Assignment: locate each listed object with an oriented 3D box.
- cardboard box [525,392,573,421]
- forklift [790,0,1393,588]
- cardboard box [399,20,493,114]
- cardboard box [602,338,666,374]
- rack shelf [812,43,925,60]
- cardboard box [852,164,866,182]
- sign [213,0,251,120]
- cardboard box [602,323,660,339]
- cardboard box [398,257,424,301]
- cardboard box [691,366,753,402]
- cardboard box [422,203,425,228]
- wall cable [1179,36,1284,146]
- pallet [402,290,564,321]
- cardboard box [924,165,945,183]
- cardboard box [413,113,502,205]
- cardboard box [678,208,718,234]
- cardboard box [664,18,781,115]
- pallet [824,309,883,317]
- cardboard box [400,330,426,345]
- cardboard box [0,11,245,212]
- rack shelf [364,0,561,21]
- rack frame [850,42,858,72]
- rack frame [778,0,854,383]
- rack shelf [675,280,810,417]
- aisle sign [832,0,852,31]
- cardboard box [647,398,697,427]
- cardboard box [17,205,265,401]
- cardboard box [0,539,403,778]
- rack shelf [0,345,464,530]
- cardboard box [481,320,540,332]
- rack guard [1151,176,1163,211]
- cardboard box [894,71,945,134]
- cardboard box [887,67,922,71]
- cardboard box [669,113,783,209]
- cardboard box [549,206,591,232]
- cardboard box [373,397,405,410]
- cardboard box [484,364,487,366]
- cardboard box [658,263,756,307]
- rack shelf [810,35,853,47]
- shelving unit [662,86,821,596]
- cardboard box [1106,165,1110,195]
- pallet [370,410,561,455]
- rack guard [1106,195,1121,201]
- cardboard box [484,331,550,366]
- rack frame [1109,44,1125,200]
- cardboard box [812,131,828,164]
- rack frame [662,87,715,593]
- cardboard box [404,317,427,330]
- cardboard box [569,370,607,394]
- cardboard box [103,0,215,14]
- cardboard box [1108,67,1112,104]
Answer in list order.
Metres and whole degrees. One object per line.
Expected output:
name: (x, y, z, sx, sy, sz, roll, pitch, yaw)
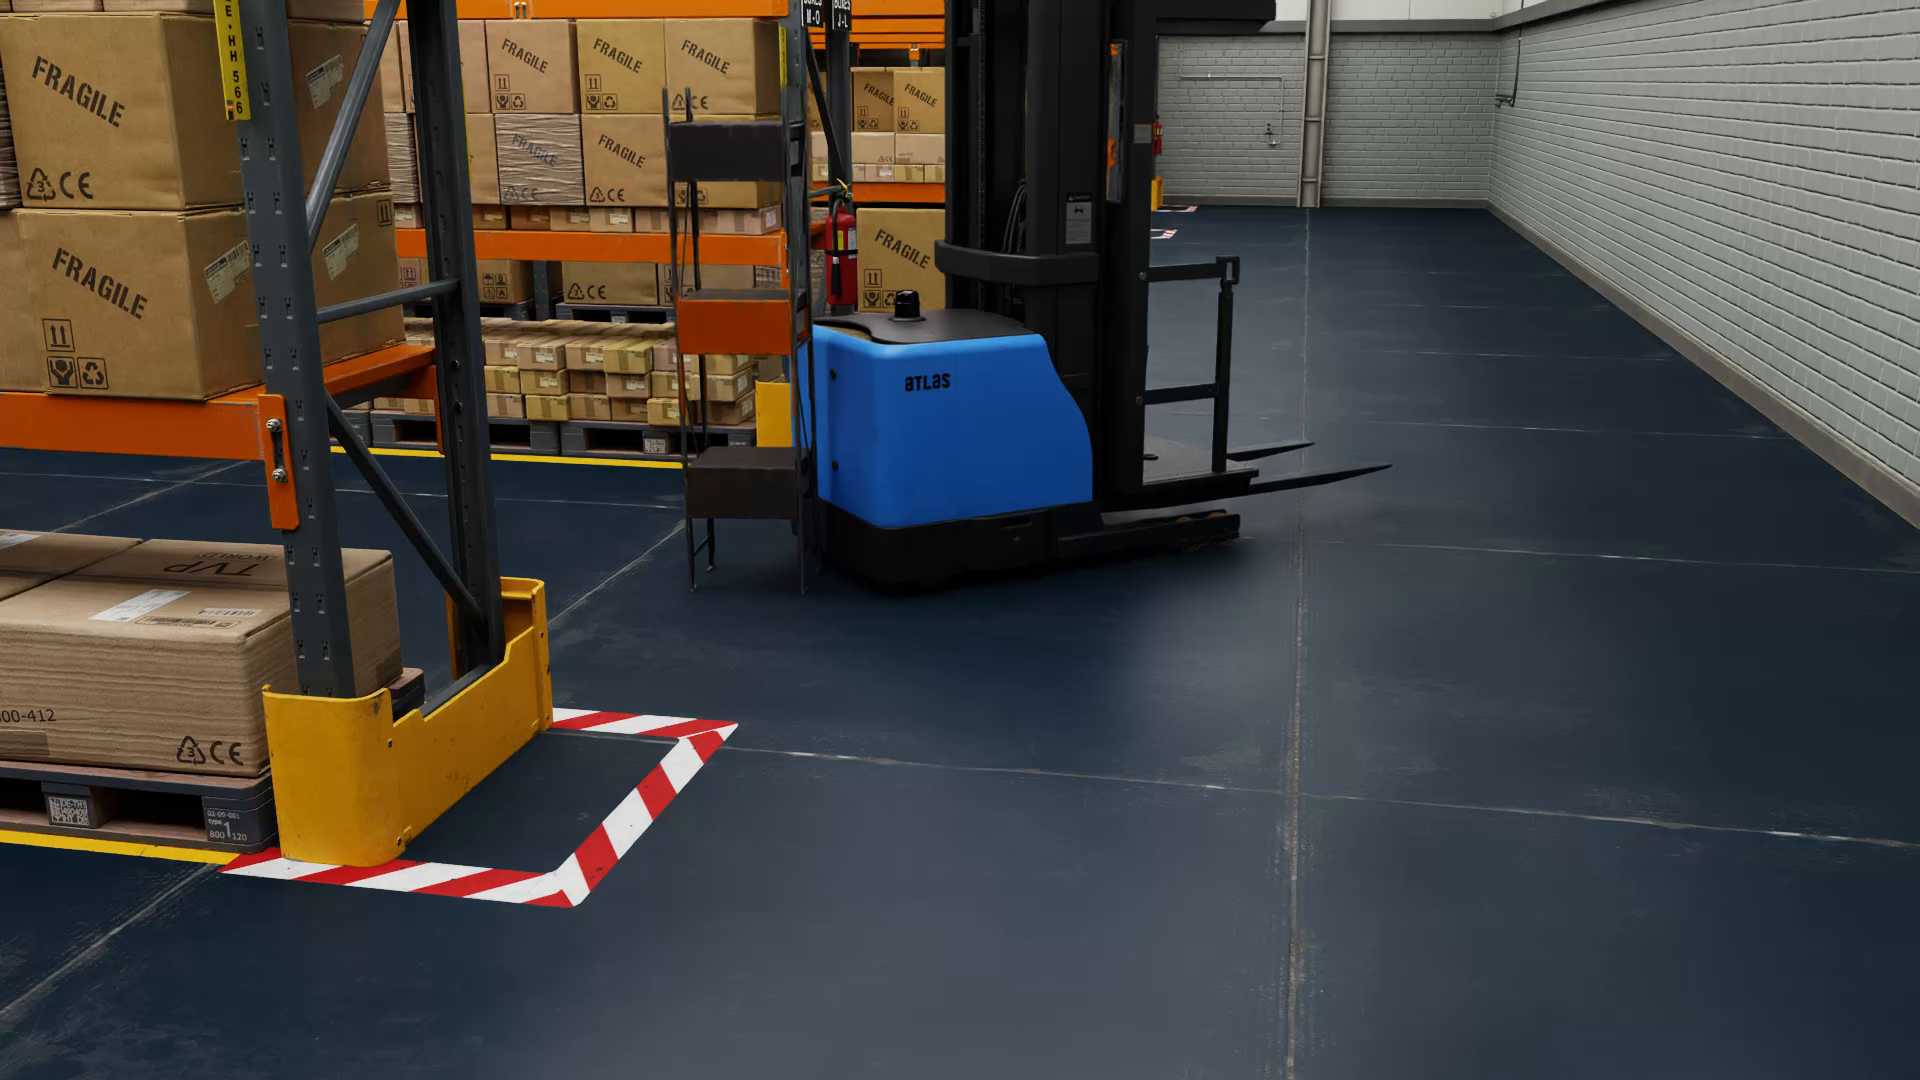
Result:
cardboard box: (-2.385, -0.818, 9.881, 0.250, 0.149, 0.380, 2, 16, 9)
forklift: (0.744, -1.468, 7.801, 3.031, 2.935, 1.130, -8, 18, -28)
cardboard box: (-2.832, -2.698, 9.495, 0.500, 0.500, 0.500, 3, 16, 9)
cardboard box: (-1.890, -1.072, 9.681, 0.250, 0.149, 0.380, 3, 16, 10)
rack shelf: (-2.638, -8.583, 29.087, 4.000, 0.370, 1.077, 3, 16, 11)
cardboard box: (-0.880, -3.130, 14.144, 0.250, 0.149, 0.380, 3, 16, 12)
sign: (-1.816, -1.216, 4.151, 0.005, 0.325, 0.100, 3, 16, 11)
cardboard box: (-2.028, -1.239, 10.286, 0.250, 0.149, 0.380, 2, 16, 8)
cardboard box: (-5.146, -2.745, 15.476, 0.875, 0.875, 1.225, 3, 16, 9)
cardboard box: (-1.381, -0.911, 9.658, 0.250, 0.149, 0.380, 3, 16, 10)
cardboard box: (-2.942, -1.917, 9.765, 0.250, 0.149, 0.380, 4, 16, 13)
wall cable: (4.685, -7.834, 28.751, 1.851, 1.984, 0.084, 3, 16, 11)
pallet: (-4.410, -2.168, 15.423, 1.213, 0.211, 1.003, 3, 16, 11)
cardboard box: (-0.134, -3.089, 13.997, 0.250, 0.149, 0.380, 3, 16, 12)
cardboard box: (-2.788, -2.216, 9.629, 0.500, 0.500, 0.500, 4, 16, 14)
cardboard box: (-1.419, -1.831, 9.454, 0.250, 0.149, 0.380, 3, 16, 11)
cardboard box: (-1.305, -2.618, 9.208, 0.500, 0.500, 0.500, 3, 16, 10)
pallet: (-0.519, -1.956, 14.658, 1.213, 0.211, 1.003, 3, 16, 11)
cardboard box: (-3.421, -1.168, 10.027, 0.250, 0.149, 0.380, 3, 16, 12)
cardboard box: (-2.214, -1.179, 4.568, 0.500, 0.500, 0.500, 4, 16, 13)
rack shelf: (-5.599, -4.696, 15.054, 4.000, 0.370, 1.077, 3, 16, 11)
rack frame: (-1.662, -6.082, 24.329, 0.127, 3.000, 1.000, 3, 16, 11)
rack frame: (-0.807, -1.986, 9.541, 0.127, 3.000, 1.000, 3, 16, 11)
rack shelf: (-0.906, -0.818, 7.051, 0.480, 0.518, 0.431, 1, 16, 5)
aisle sign: (-0.676, -3.313, 9.463, 0.004, 0.787, 0.394, 3, 16, 11)
cardboard box: (-1.637, -0.775, 9.724, 0.250, 0.149, 0.380, 4, 16, 13)
cardboard box: (-2.220, -0.690, 4.676, 0.500, 0.500, 0.500, 3, 16, 11)
cardboard box: (-2.361, 0.338, 5.165, 0.875, 0.438, 0.875, 3, 16, 9)
rack shelf: (-3.654, -0.445, 5.327, 4.000, 0.370, 1.077, 3, 16, 11)
cardboard box: (-2.812, -1.271, 10.400, 0.250, 0.149, 0.380, 3, 16, 11)
rack guard: (3.265, -5.959, 28.568, 0.348, 0.500, 1.175, 3, 16, 11)
cardboard box: (-0.249, -3.667, 13.932, 0.500, 0.500, 0.500, 3, 16, 12)
cardboard box: (-0.750, -6.486, 23.727, 0.500, 0.500, 0.500, 3, 16, 9)
cardboard box: (-1.299, -2.134, 9.331, 0.500, 0.500, 0.500, 3, 16, 12)
cardboard box: (-2.175, -1.870, 9.593, 0.250, 0.149, 0.380, 2, 16, 9)
cardboard box: (-3.390, -0.904, 10.191, 0.250, 0.149, 0.380, 2, 16, 9)
cardboard box: (-2.924, -0.988, 9.937, 0.250, 0.149, 0.380, 3, 16, 12)
cardboard box: (-2.127, -2.565, 14.827, 0.875, 0.875, 0.875, 3, 16, 11)
rack shelf: (-3.621, -7.287, 24.408, 4.000, 0.370, 1.077, 3, 16, 11)
shelving unit: (-0.906, -0.831, 7.048, 0.503, 2.100, 0.431, 1, 16, 5)
cardboard box: (2.536, -6.174, 28.557, 0.500, 0.500, 0.700, 3, 16, 11)
pallet: (-2.862, -0.764, 10.354, 1.213, 0.211, 1.003, 3, 16, 11)
rack guard: (2.184, -4.668, 23.909, 0.348, 0.500, 1.175, 3, 16, 11)
cardboard box: (-2.642, -1.145, 9.945, 0.250, 0.149, 0.380, 3, 16, 9)
rack frame: (2.258, -5.869, 23.561, 0.127, 3.000, 1.000, 3, 16, 11)
cardboard box: (-1.243, -3.359, 14.224, 0.500, 0.250, 0.500, 3, 16, 9)
rack frame: (-1.149, -0.836, 7.070, 0.015, 2.100, 0.400, 1, 16, 5)
cardboard box: (-3.584, -1.314, 10.556, 0.250, 0.149, 0.380, 4, 16, 13)
cardboard box: (-2.133, -0.979, 9.905, 0.250, 0.149, 0.380, 3, 16, 10)
cardboard box: (-2.086, -1.495, 4.493, 0.250, 0.149, 0.380, 3, 16, 12)
cardboard box: (1.876, -6.492, 23.748, 0.500, 0.500, 0.500, 4, 16, 13)
